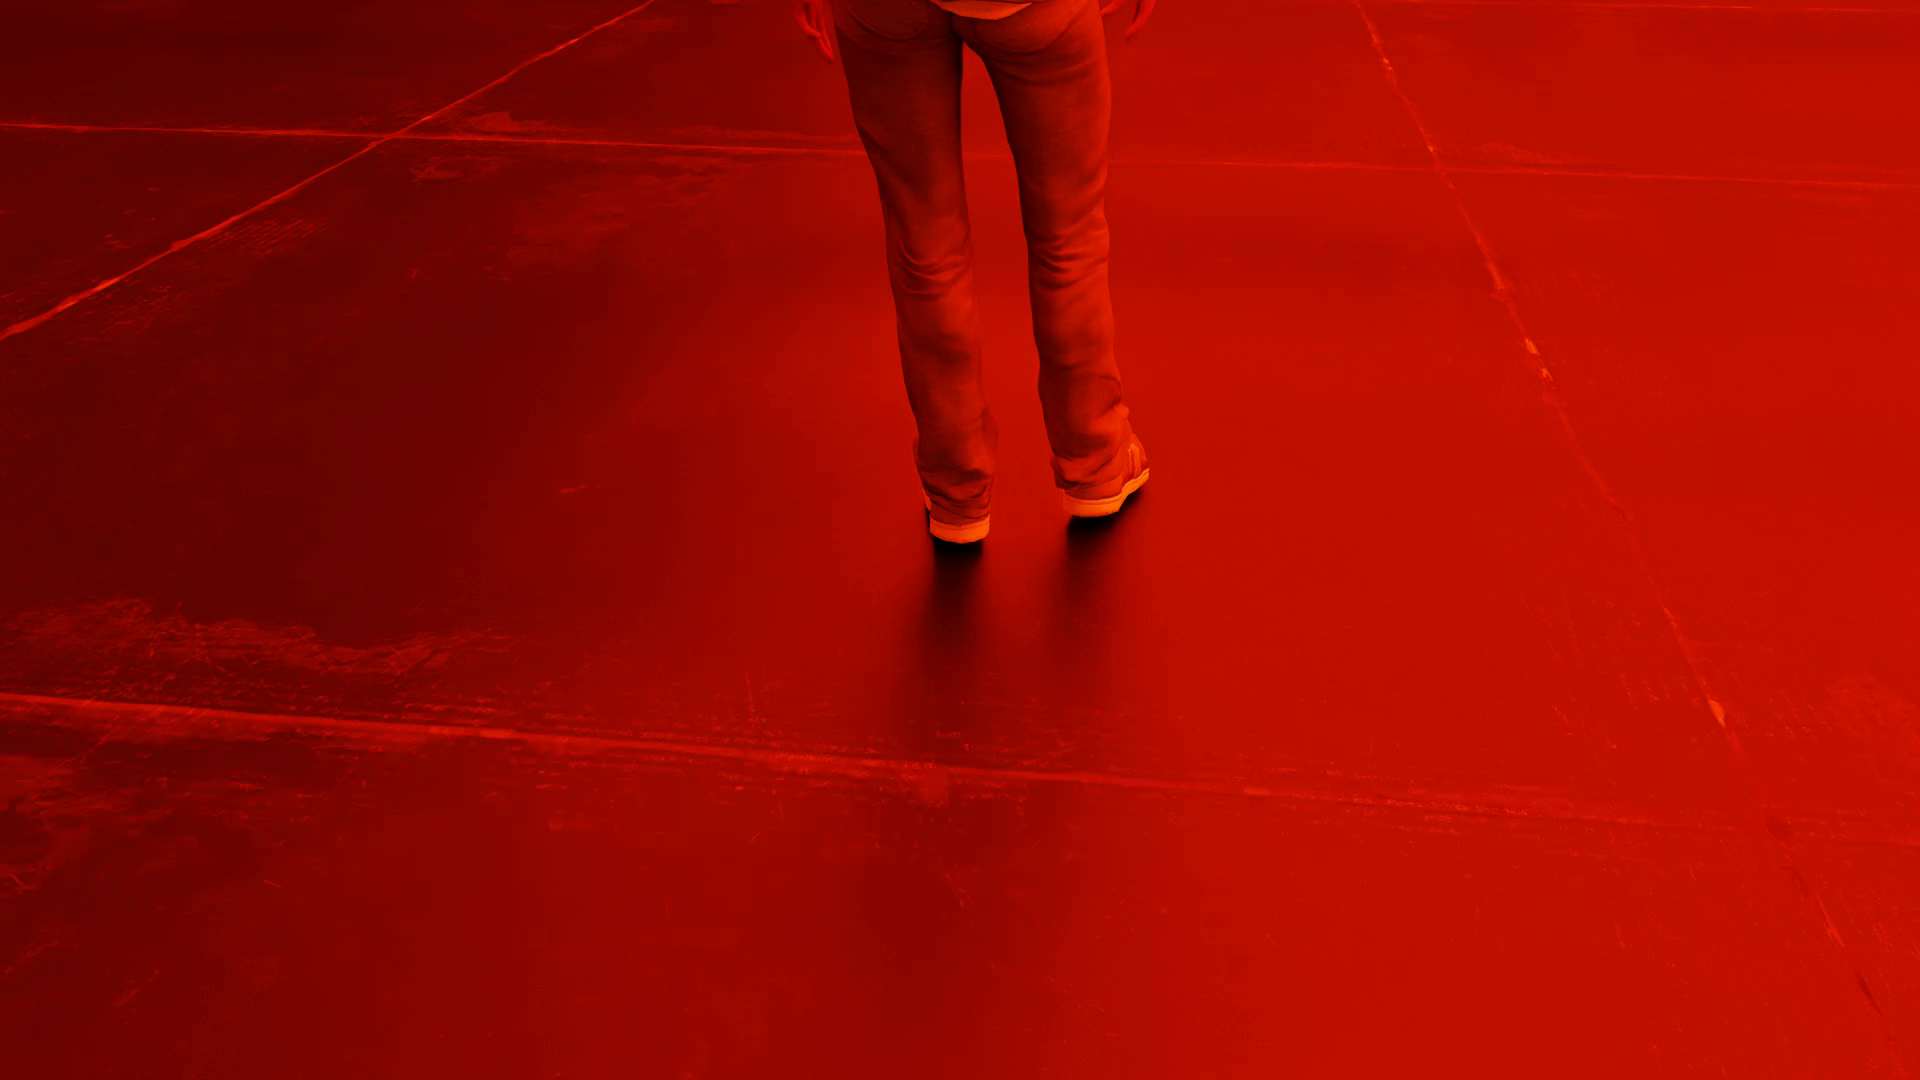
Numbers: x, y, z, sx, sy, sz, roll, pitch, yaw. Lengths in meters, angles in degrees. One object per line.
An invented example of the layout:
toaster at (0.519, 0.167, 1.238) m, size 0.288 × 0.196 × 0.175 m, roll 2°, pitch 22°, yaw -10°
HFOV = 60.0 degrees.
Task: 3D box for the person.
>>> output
person at (0.024, -0.754, 2.205) m, size 0.520 × 1.599 × 0.473 m, roll 3°, pitch 27°, yaw 7°
